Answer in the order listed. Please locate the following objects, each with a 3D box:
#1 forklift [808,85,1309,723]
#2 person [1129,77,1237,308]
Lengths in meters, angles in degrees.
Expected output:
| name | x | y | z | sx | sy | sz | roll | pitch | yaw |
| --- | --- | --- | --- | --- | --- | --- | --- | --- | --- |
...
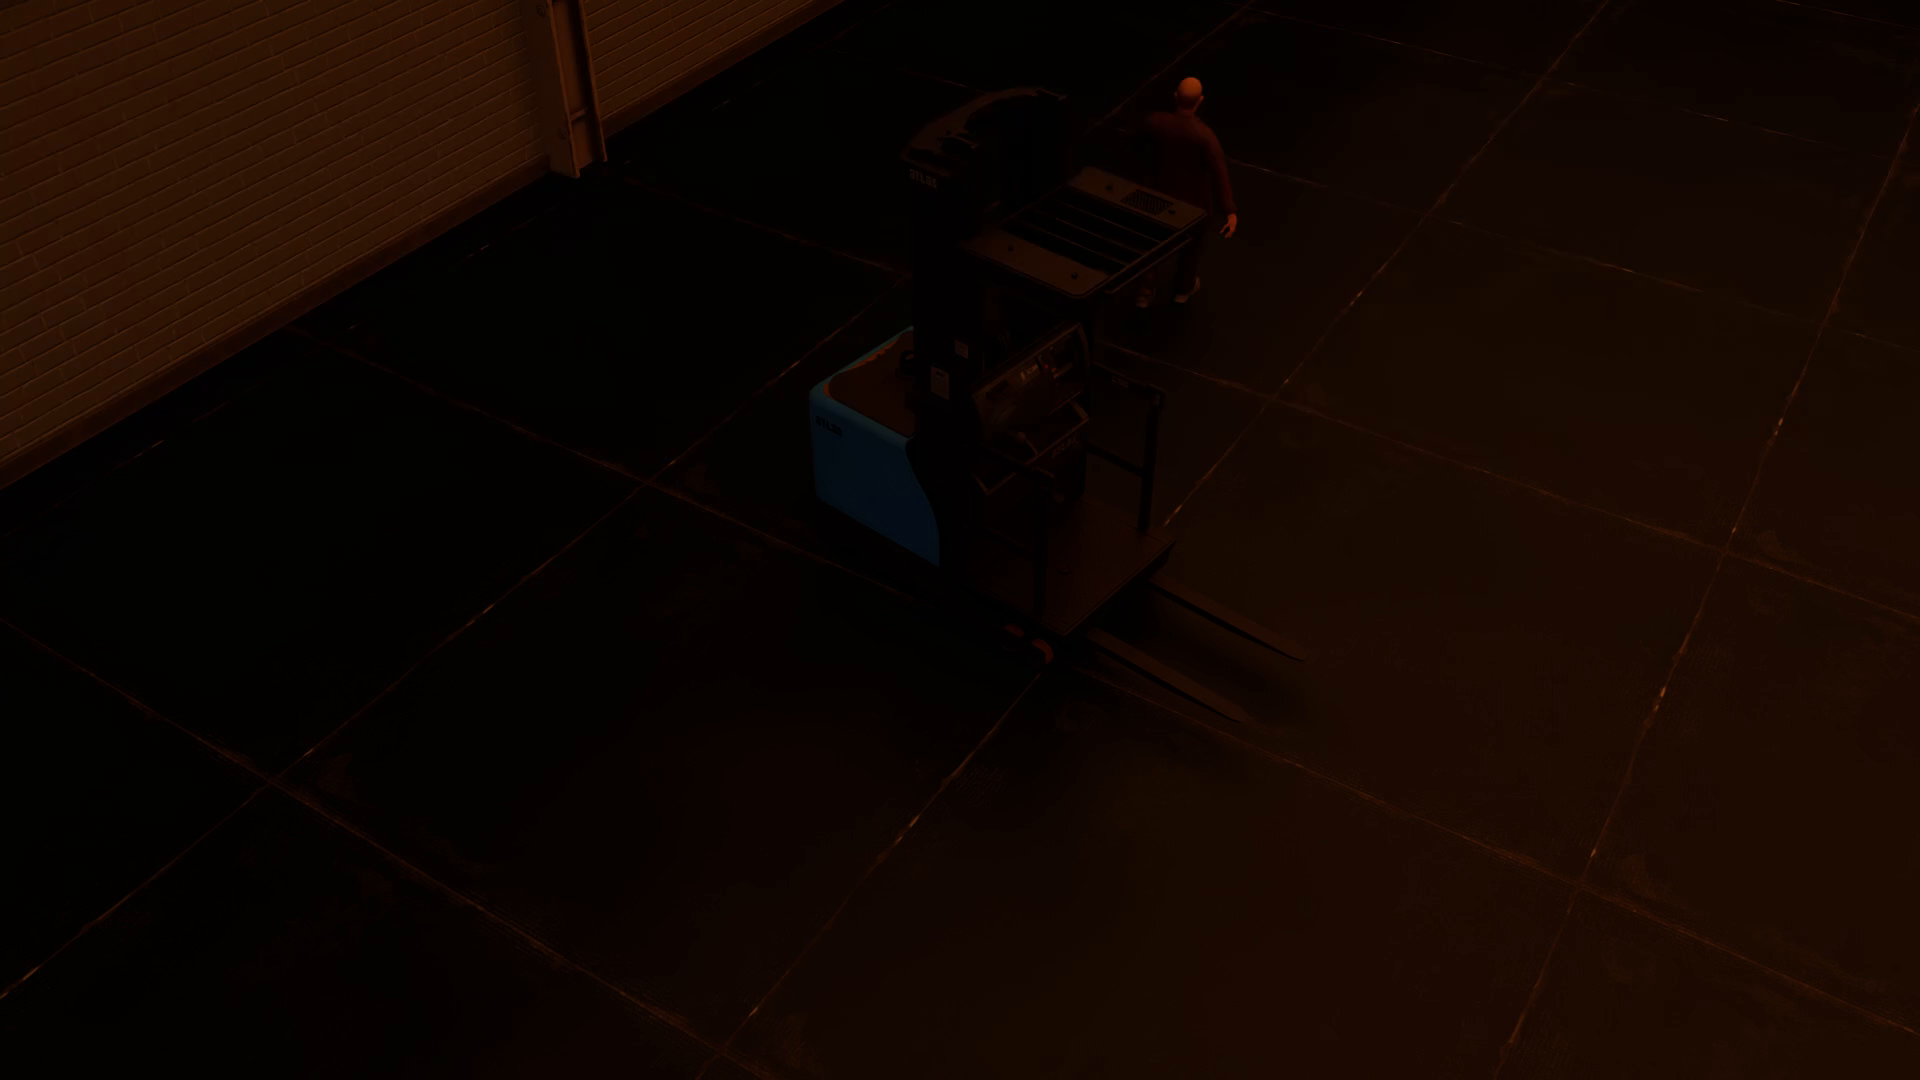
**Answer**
| name | x | y | z | sx | sy | sz | roll | pitch | yaw |
| --- | --- | --- | --- | --- | --- | --- | --- | --- | --- |
| forklift | 0.555 | -0.785 | 8.893 | 3.031 | 2.935 | 1.130 | 29 | 48 | 30 |
| person | 1.555 | -2.428 | 11.747 | 0.948 | 1.761 | 0.781 | 17 | 43 | 19 |
